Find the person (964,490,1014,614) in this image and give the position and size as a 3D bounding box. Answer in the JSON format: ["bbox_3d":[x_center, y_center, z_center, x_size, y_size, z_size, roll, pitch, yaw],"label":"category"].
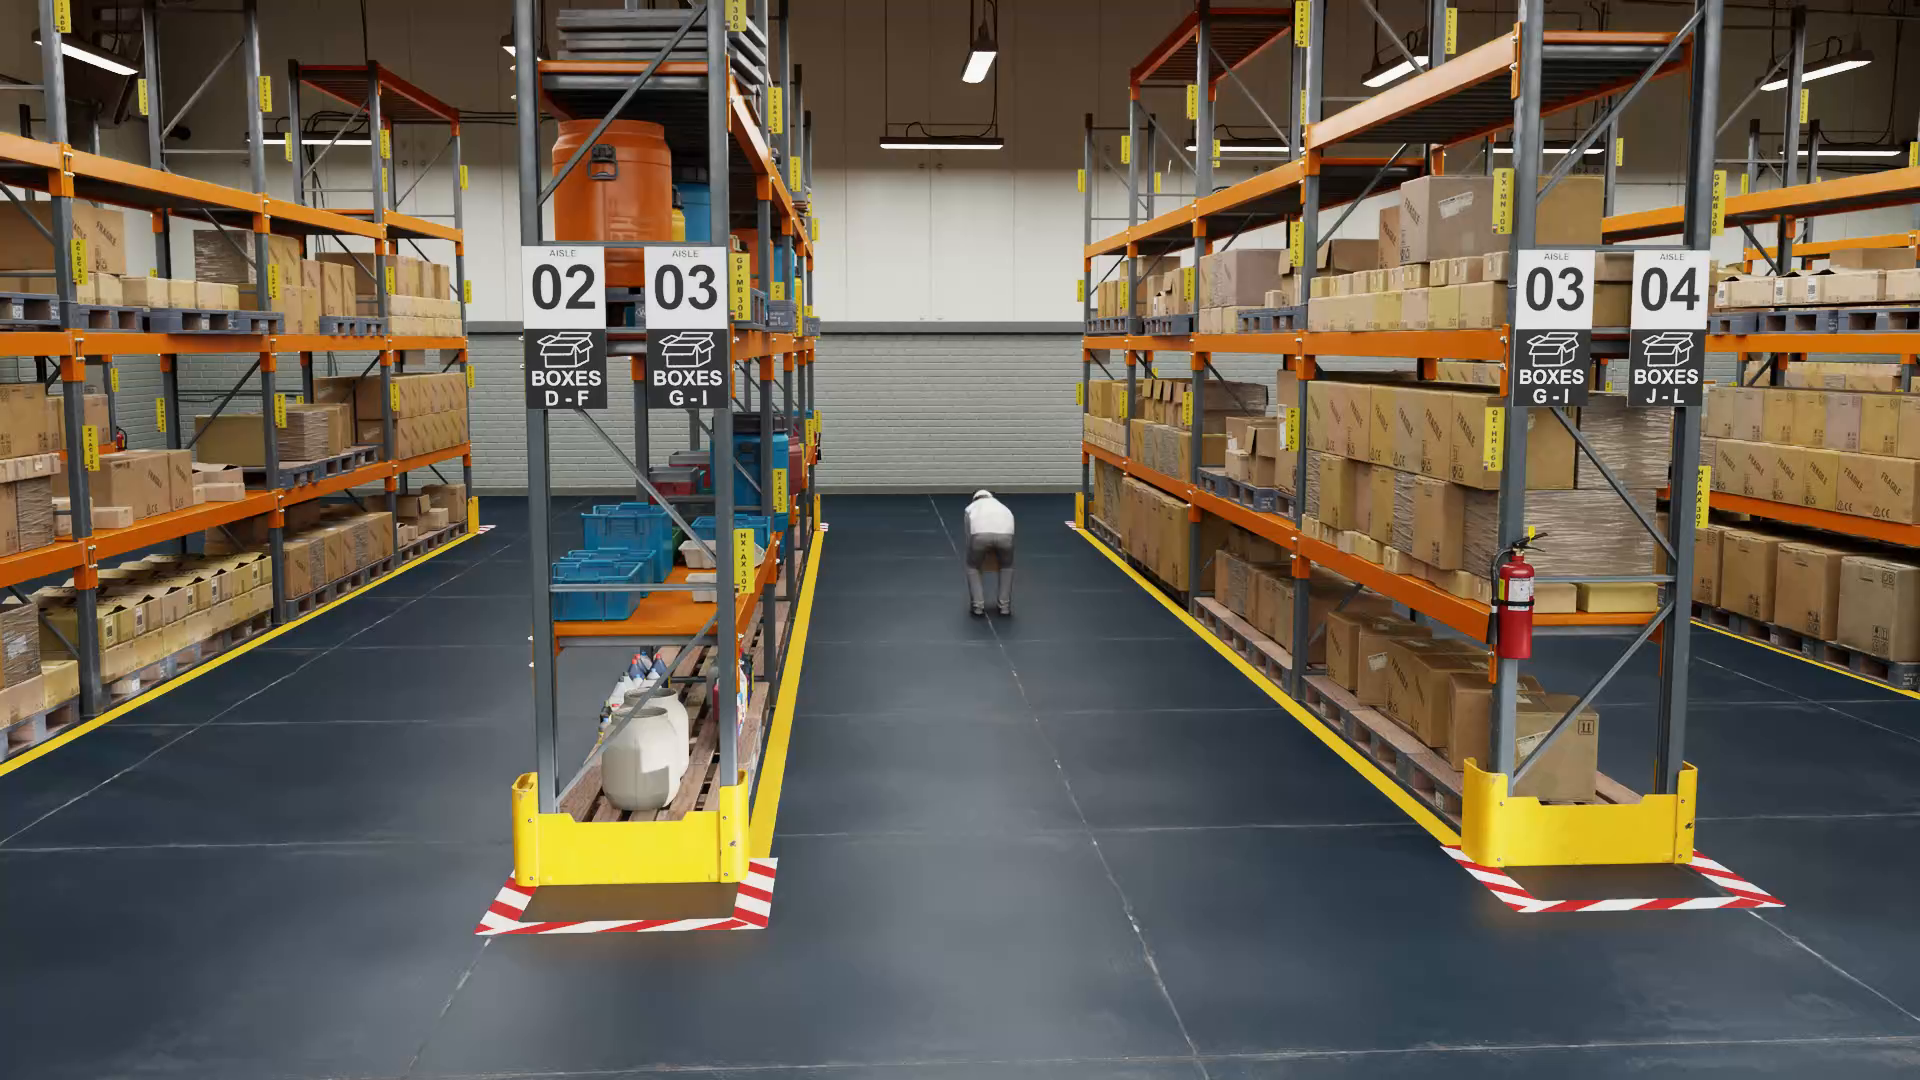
[{"bbox_3d":[0.288,0.117,17.066,0.488,1.202,0.981,-1,7,-6],"label":"person"}]
